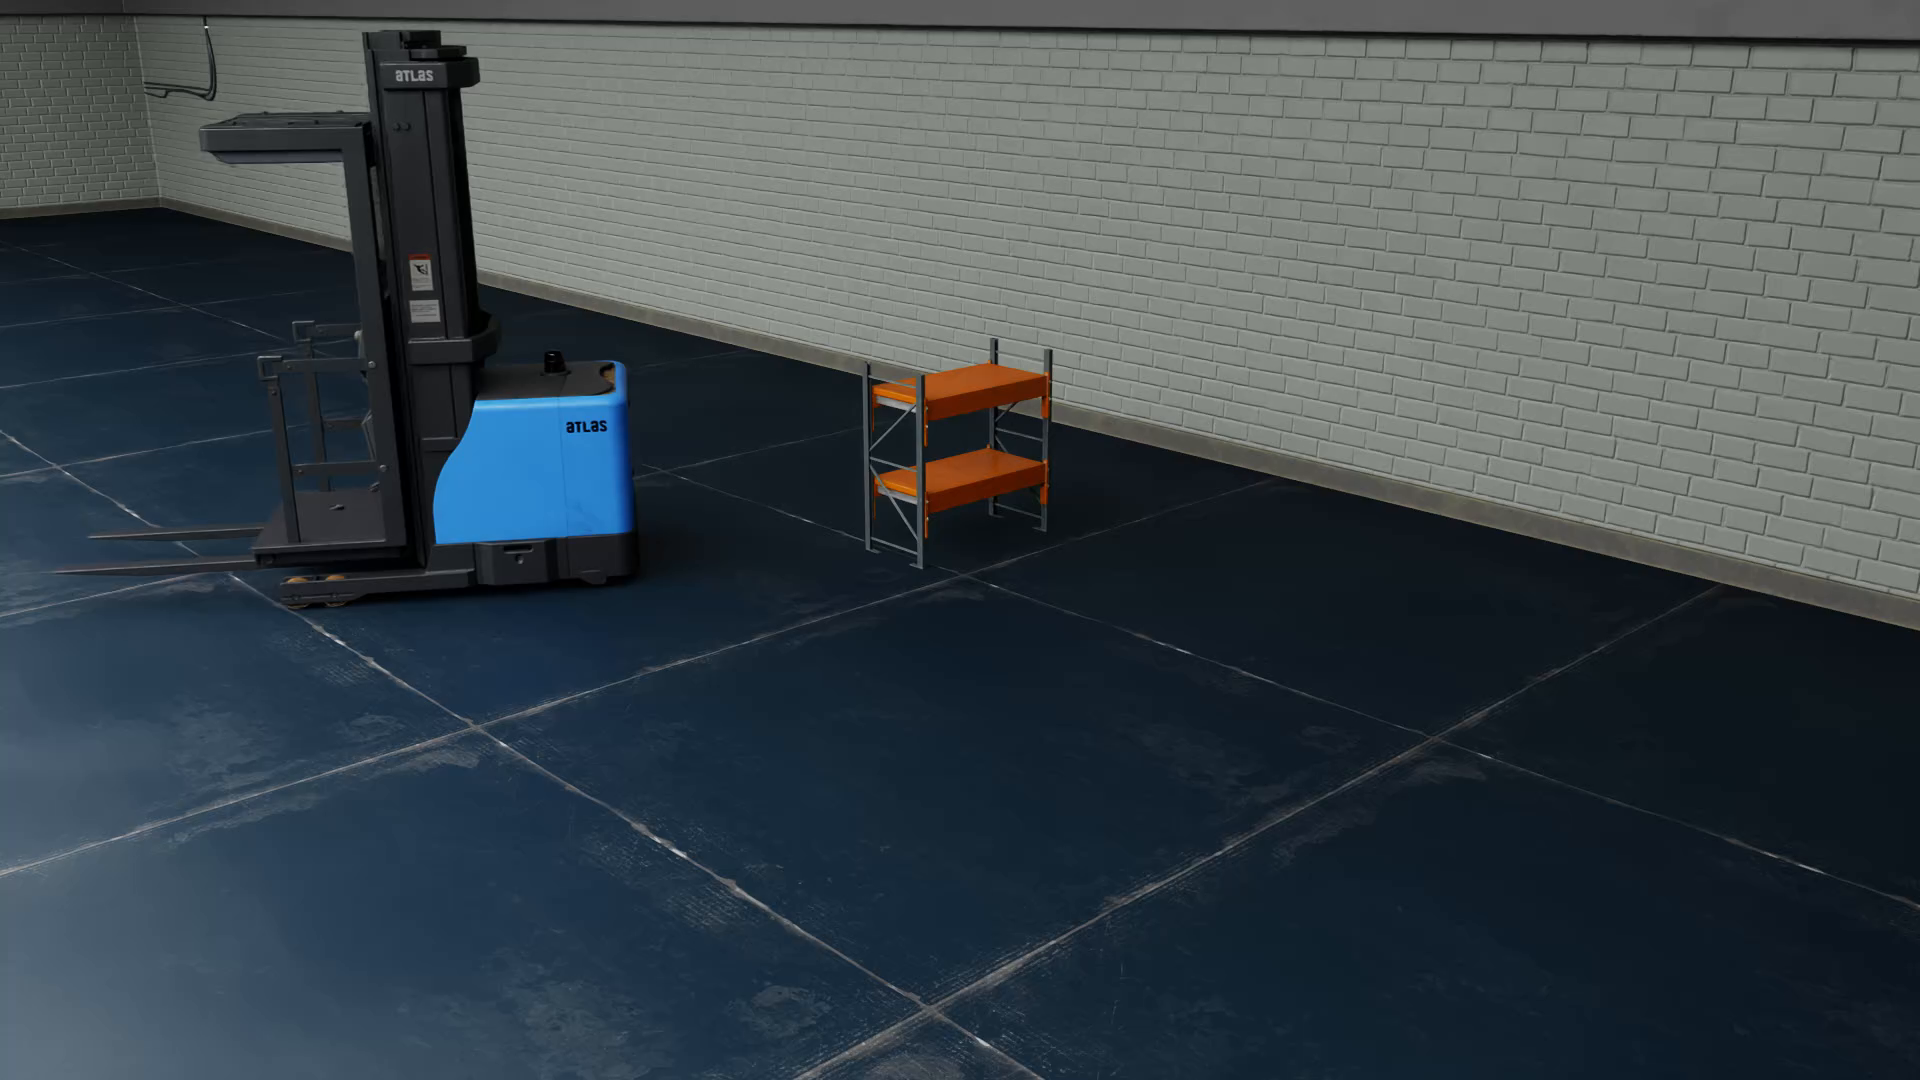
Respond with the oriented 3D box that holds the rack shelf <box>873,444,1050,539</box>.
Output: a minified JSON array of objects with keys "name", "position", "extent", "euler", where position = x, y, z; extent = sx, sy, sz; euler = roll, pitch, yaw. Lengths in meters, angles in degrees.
[{"name":"rack shelf","position":[-0.005,-0.301,9.882],"extent":[1.000,0.278,0.538],"euler":[-16,24,-41]}]

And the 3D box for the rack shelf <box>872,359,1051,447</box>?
[{"name":"rack shelf","position":[-0.005,-0.812,9.717],"extent":[1.000,0.278,0.538],"euler":[-16,24,-41]}]

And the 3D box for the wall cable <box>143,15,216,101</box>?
[{"name":"wall cable","position":[-11.579,-7.710,24.210],"extent":[0.112,2.526,3.097],"euler":[-16,24,-41]}]

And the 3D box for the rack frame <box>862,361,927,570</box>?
[{"name":"rack frame","position":[-0.374,-0.426,9.475],"extent":[0.032,1.125,0.500],"euler":[-16,24,-41]}]

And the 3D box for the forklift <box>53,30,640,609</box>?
[{"name":"forklift","position":[-3.349,-1.204,8.944],"extent":[3.031,2.935,1.130],"euler":[-3,18,-11]}]

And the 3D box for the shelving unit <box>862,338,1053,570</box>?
[{"name":"shelving unit","position":[-0.005,-0.534,9.807],"extent":[1.048,1.125,0.538],"euler":[-16,24,-41]}]

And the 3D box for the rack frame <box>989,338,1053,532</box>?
[{"name":"rack frame","position":[0.364,-0.641,10.139],"extent":[0.032,1.125,0.500],"euler":[-16,24,-41]}]
